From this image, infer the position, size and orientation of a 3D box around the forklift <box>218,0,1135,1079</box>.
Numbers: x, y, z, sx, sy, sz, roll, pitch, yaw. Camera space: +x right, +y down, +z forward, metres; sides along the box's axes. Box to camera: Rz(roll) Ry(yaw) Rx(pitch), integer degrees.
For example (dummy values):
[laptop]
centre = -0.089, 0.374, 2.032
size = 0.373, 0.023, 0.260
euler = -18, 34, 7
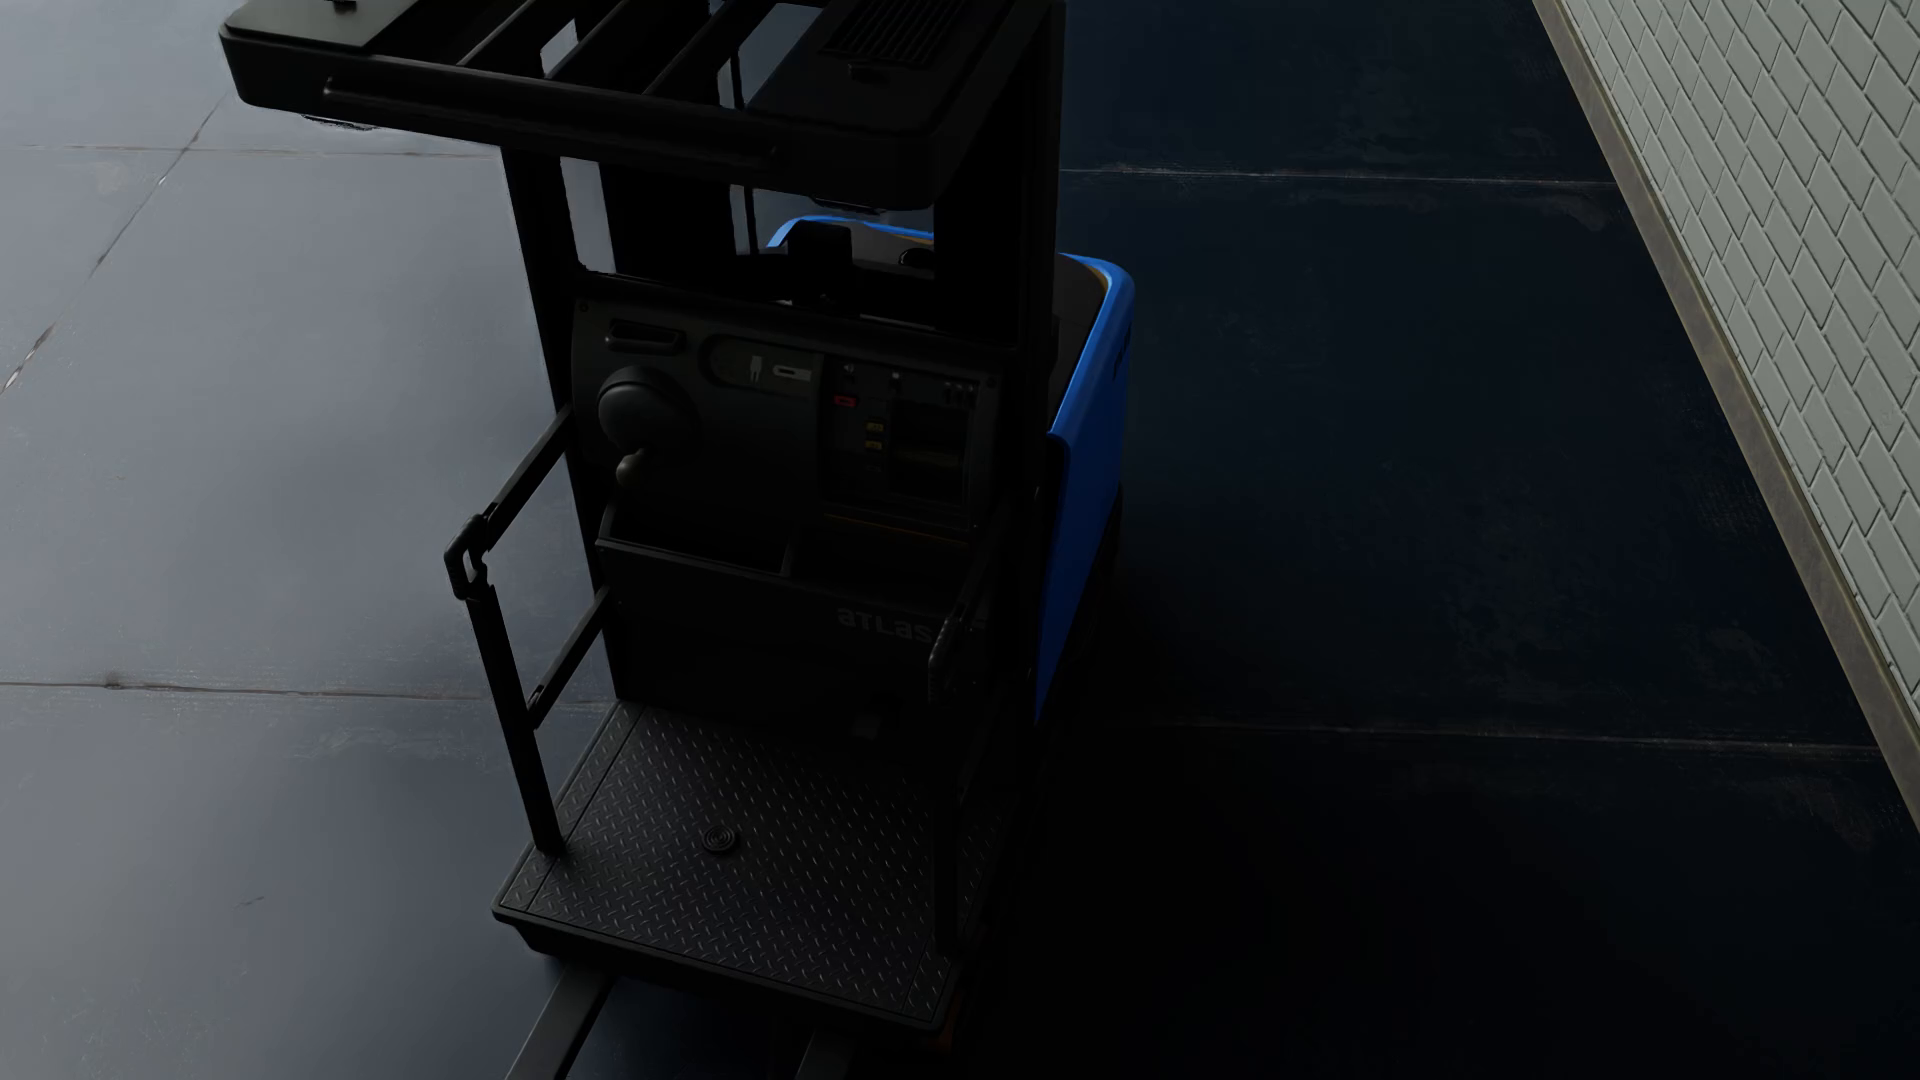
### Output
[forklift]
centre = -0.428, -0.166, 3.278
size = 1.130, 2.935, 3.031
euler = 12, 44, 12
